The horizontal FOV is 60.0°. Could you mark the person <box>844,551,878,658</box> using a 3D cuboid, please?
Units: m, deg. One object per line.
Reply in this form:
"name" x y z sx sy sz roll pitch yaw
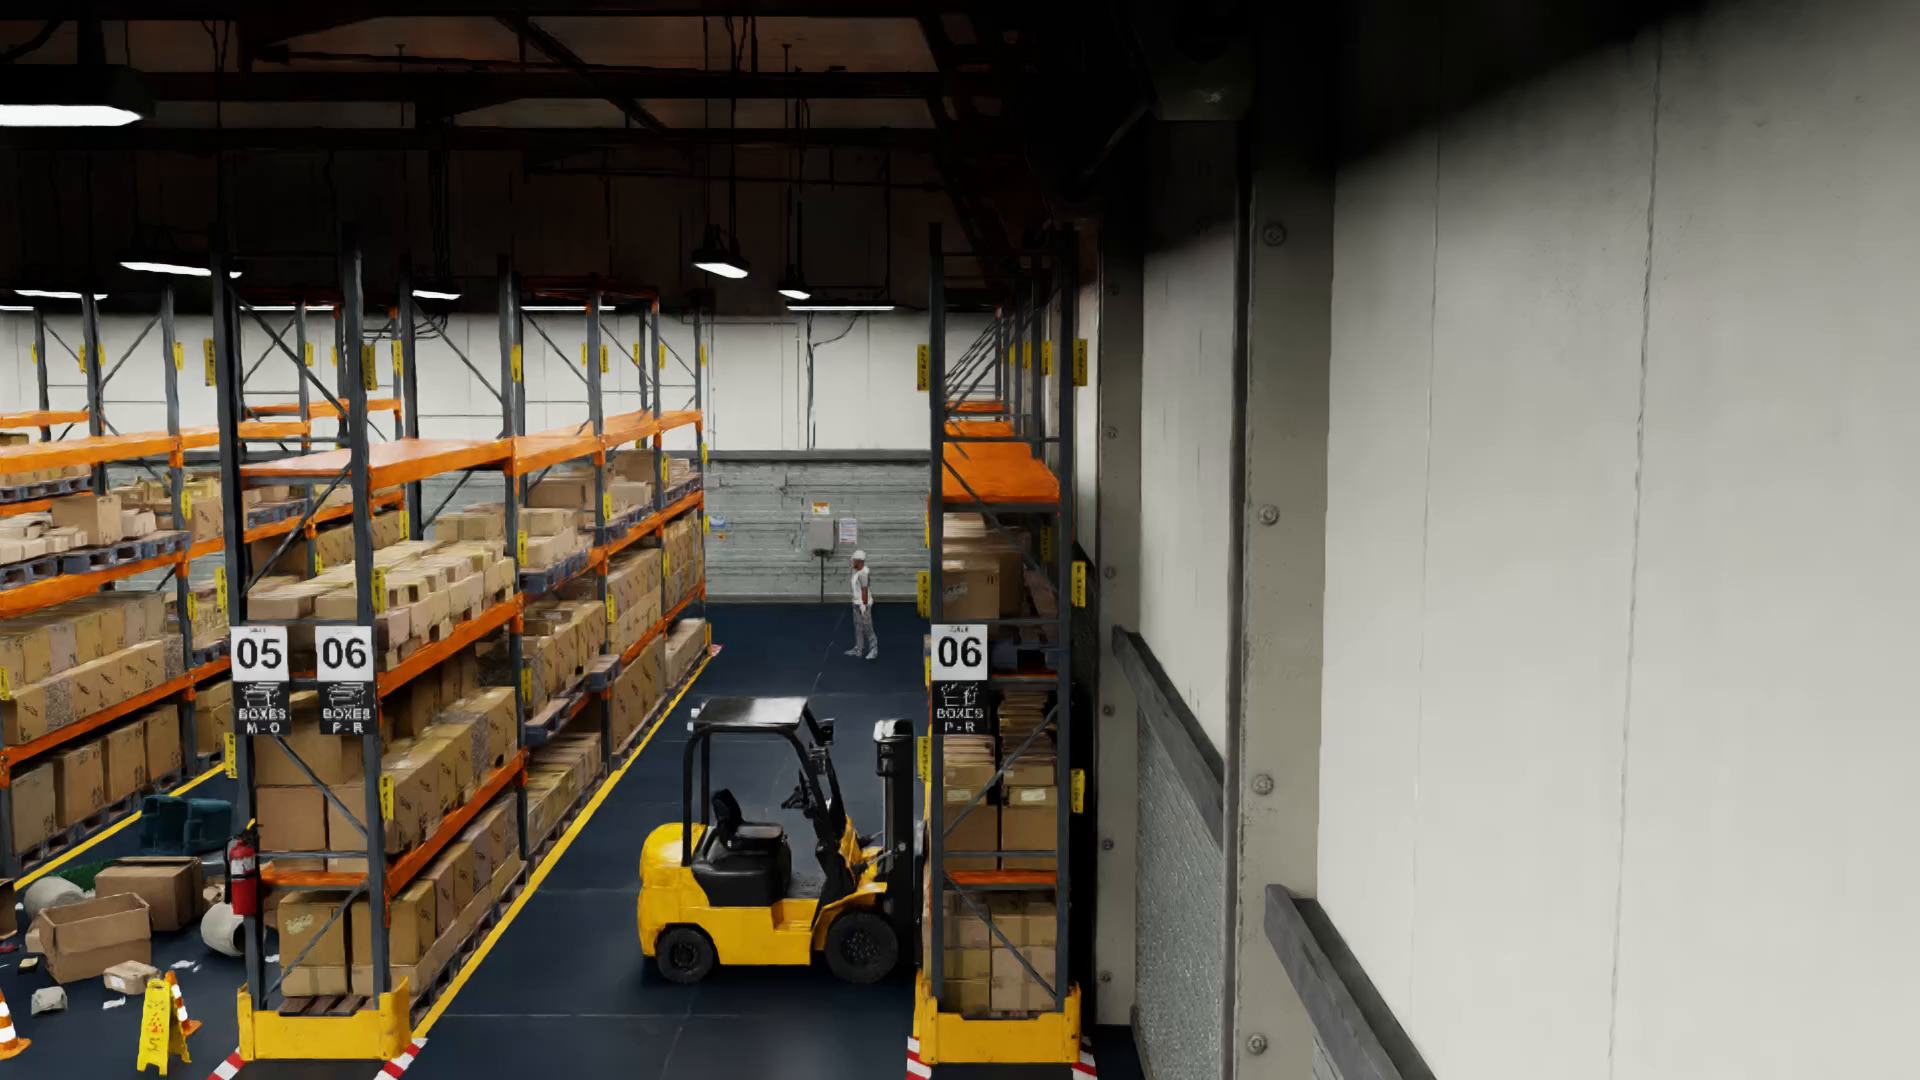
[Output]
"person" -1.636 1.063 27.568 0.516 1.788 0.668 -1 7 -12
